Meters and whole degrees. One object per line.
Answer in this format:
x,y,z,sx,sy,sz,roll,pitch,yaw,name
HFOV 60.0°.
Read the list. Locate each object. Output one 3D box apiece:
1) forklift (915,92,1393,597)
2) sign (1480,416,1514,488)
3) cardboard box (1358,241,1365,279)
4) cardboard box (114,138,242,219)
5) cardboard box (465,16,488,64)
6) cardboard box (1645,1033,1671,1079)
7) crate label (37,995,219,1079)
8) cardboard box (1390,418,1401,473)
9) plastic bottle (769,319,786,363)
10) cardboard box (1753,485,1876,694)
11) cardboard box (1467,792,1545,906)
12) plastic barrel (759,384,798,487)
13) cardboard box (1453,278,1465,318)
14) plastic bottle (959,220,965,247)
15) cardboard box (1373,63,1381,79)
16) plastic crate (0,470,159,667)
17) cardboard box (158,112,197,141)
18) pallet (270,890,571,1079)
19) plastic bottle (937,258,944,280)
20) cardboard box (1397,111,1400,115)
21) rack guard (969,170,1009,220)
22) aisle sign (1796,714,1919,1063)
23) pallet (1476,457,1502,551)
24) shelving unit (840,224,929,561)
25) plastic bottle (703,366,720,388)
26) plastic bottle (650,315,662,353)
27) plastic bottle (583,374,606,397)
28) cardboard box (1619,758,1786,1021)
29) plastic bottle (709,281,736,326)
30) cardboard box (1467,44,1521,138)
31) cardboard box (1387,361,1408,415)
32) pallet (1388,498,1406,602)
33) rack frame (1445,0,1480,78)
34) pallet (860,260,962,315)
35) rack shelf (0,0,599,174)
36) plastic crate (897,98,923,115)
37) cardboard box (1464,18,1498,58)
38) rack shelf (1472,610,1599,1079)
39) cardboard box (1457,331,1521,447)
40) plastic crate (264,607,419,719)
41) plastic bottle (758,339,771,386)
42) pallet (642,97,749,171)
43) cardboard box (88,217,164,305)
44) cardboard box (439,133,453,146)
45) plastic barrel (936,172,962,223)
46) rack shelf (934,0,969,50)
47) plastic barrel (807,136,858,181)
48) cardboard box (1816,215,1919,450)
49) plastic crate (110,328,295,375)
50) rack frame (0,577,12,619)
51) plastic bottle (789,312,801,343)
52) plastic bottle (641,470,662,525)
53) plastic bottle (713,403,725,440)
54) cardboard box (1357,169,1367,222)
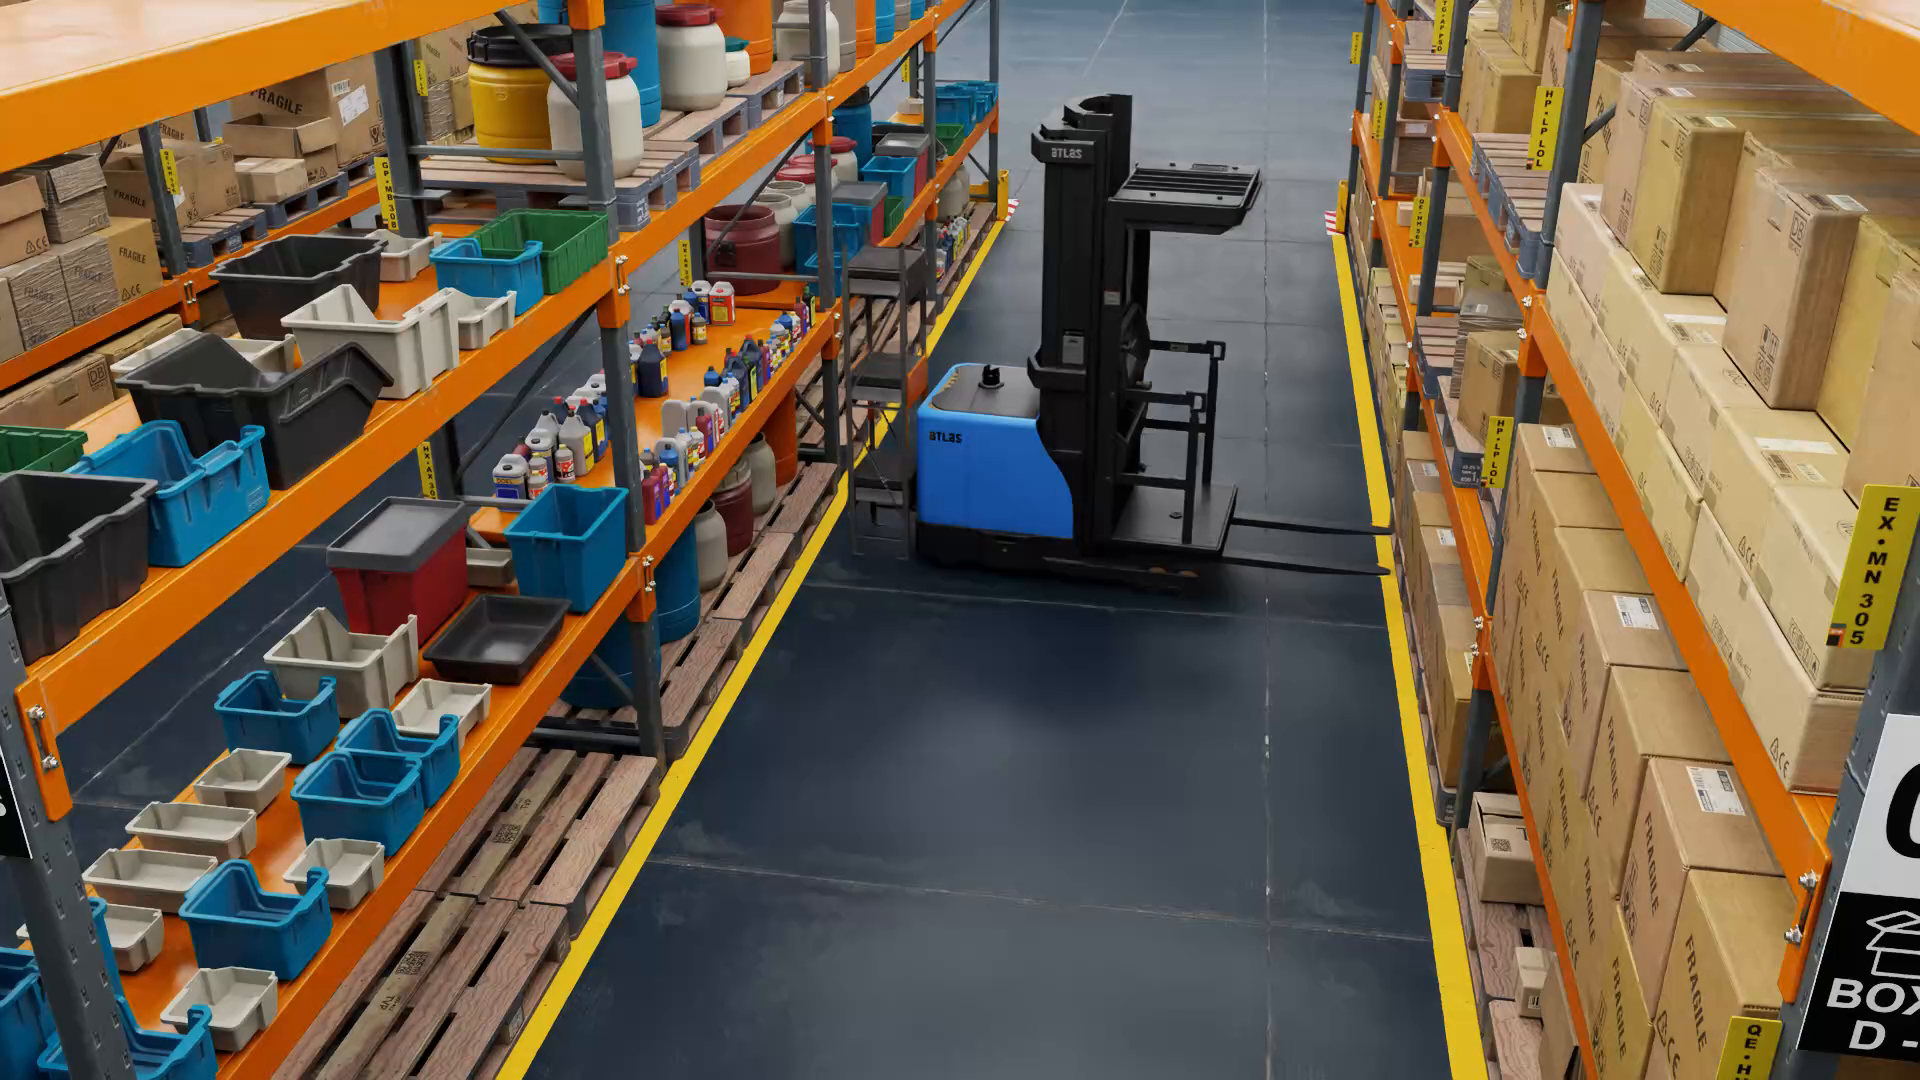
1.281,-1.216,10.389,3.031,2.935,1.130,6,26,13,forklift
2.308,-0.376,7.148,0.100,0.325,0.005,4,25,9,sign
4.182,-2.733,16.298,0.500,0.250,0.500,4,25,9,cardboard box
-6.221,-2.880,13.250,0.700,0.500,0.500,8,26,16,cardboard box
-5.122,-5.070,16.894,0.500,0.500,0.500,4,25,9,cardboard box
2.007,1.607,4.160,0.500,0.500,0.500,5,26,10,cardboard box
-2.319,1.482,4.672,0.416,0.233,0.303,4,25,9,crate label
3.355,-0.669,11.889,0.500,0.250,0.500,5,25,10,cardboard box
-1.160,-1.269,10.574,0.097,0.271,0.097,0,25,0,plastic bottle
2.035,0.109,3.527,0.500,0.250,0.500,4,25,9,cardboard box
2.574,1.365,7.449,0.500,0.311,0.500,4,25,9,cardboard box
-1.439,-0.833,11.557,0.600,0.830,0.708,4,25,9,plastic barrel
3.612,-1.596,11.226,0.500,0.311,0.500,6,26,12,cardboard box
-0.027,-3.183,17.207,0.152,0.276,0.135,3,25,7,plastic bottle
4.458,-4.808,17.101,0.380,0.149,0.250,4,25,9,cardboard box
-2.346,0.073,4.172,0.497,0.269,0.590,4,25,9,plastic crate
-9.878,-4.847,20.077,0.875,0.875,0.875,4,25,9,cardboard box
-2.309,1.926,6.886,1.003,0.211,1.213,4,25,9,pallet
-0.205,-2.625,16.101,0.097,0.201,0.097,0,25,0,plastic bottle
4.039,-3.731,14.800,0.380,0.149,0.250,3,25,7,cardboard box
-0.035,-4.011,19.229,1.175,0.500,0.348,4,25,9,rack guard
1.889,0.689,3.174,0.394,0.787,0.004,4,25,9,aisle sign
3.094,-0.054,8.053,1.003,0.211,1.213,4,25,9,pallet
-0.472,-0.937,10.775,0.431,2.100,0.503,6,26,12,shelving unit
-1.454,-0.890,9.765,0.097,0.271,0.097,0,25,0,plastic bottle
-1.946,-1.278,10.579,0.061,0.283,0.133,4,25,9,plastic bottle
-2.082,-0.807,9.582,0.152,0.276,0.135,4,25,9,plastic bottle
2.086,0.944,4.397,0.500,0.500,0.500,5,25,10,cardboard box
-1.616,-1.607,11.290,0.152,0.276,0.135,4,25,9,plastic bottle
3.388,-2.493,9.381,0.910,0.500,0.500,4,25,9,cardboard box
3.431,-1.140,12.234,0.500,0.311,0.500,4,25,8,cardboard box
3.351,0.085,10.819,1.003,0.211,1.213,4,25,9,pallet
3.510,-4.204,9.617,1.000,3.000,0.127,4,25,9,rack frame
-0.572,-2.520,16.385,1.003,0.211,1.213,4,25,9,pallet
-2.357,-1.533,5.230,1.077,0.370,4.000,4,25,9,rack shelf
-0.533,-4.706,18.077,0.298,0.136,0.250,4,25,9,plastic crate
3.528,-3.162,10.609,0.500,0.250,0.500,2,25,5,cardboard box
2.529,1.348,5.680,1.077,0.370,4.000,4,25,9,rack shelf
3.084,-0.793,8.792,0.700,0.500,0.500,-2,25,-5,cardboard box
-2.461,0.493,6.727,0.437,0.282,0.530,4,25,9,plastic crate
-1.208,-1.102,10.204,0.061,0.283,0.133,4,25,9,plastic bottle
-1.816,-2.241,9.184,1.003,0.211,1.213,4,25,9,pallet
-6.099,-1.997,11.860,0.500,0.500,0.500,5,26,10,cardboard box
-5.223,-3.907,16.355,0.380,0.149,0.250,4,25,9,cardboard box
-0.183,-3.751,18.165,0.421,0.512,0.421,0,25,0,plastic barrel
-0.396,-5.374,16.503,1.077,0.370,4.000,4,25,9,rack shelf
-1.095,-3.181,14.348,0.433,0.535,0.433,0,25,0,plastic barrel
2.435,-0.417,3.767,0.700,0.500,0.500,4,25,9,cardboard box
-2.591,-0.607,5.780,0.437,0.136,0.530,4,25,9,plastic crate
-2.684,-1.203,3.205,1.000,3.000,0.127,4,25,9,rack frame
-1.096,-1.400,10.936,0.097,0.201,0.097,0,25,0,plastic bottle
-1.549,-0.230,8.341,0.061,0.283,0.133,4,25,9,plastic bottle
-1.381,-0.670,9.378,0.097,0.201,0.097,0,25,0,plastic bottle
4.361,-3.489,17.030,0.500,0.500,0.500,4,25,9,cardboard box
